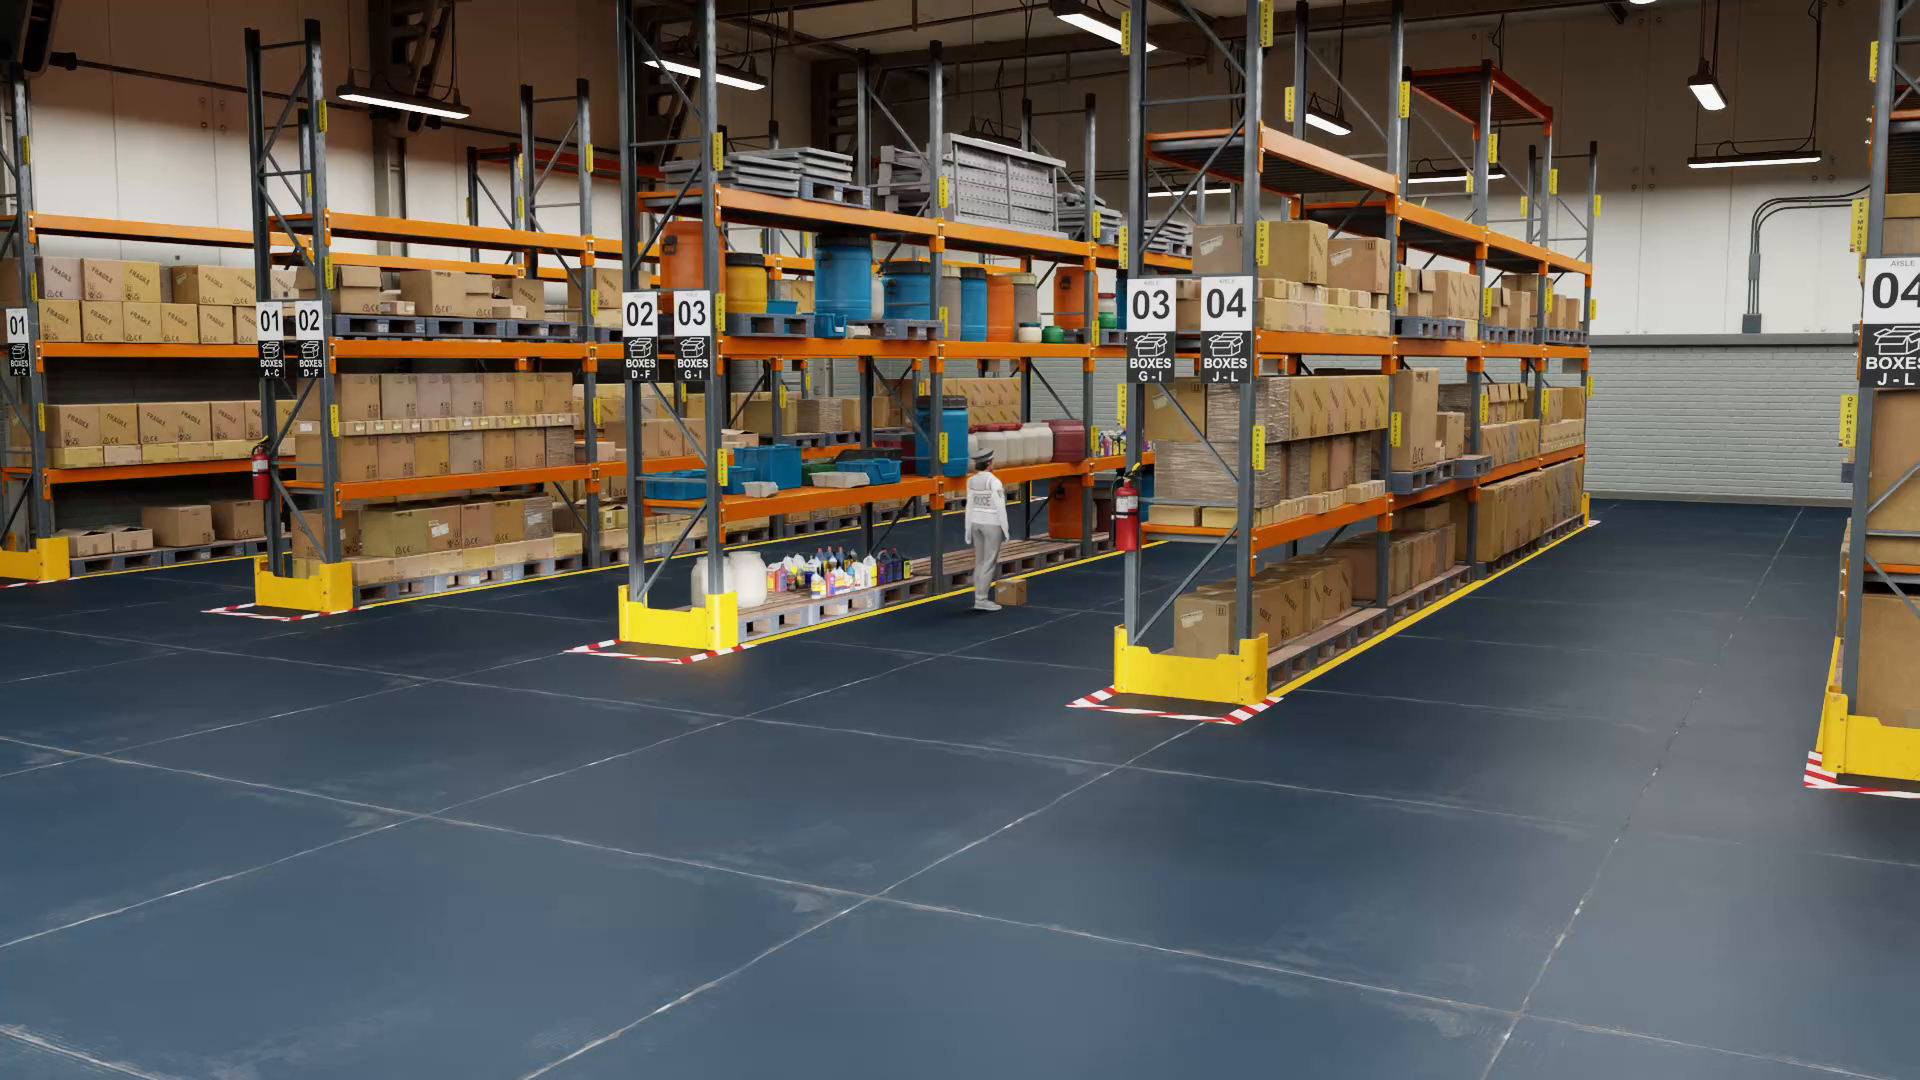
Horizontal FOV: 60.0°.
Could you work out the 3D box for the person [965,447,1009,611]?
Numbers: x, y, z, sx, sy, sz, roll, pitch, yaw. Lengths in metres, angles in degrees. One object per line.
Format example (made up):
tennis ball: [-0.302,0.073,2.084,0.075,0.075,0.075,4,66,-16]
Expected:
person: [0.271,-0.119,17.233,0.387,1.681,0.531,-6,9,-45]
